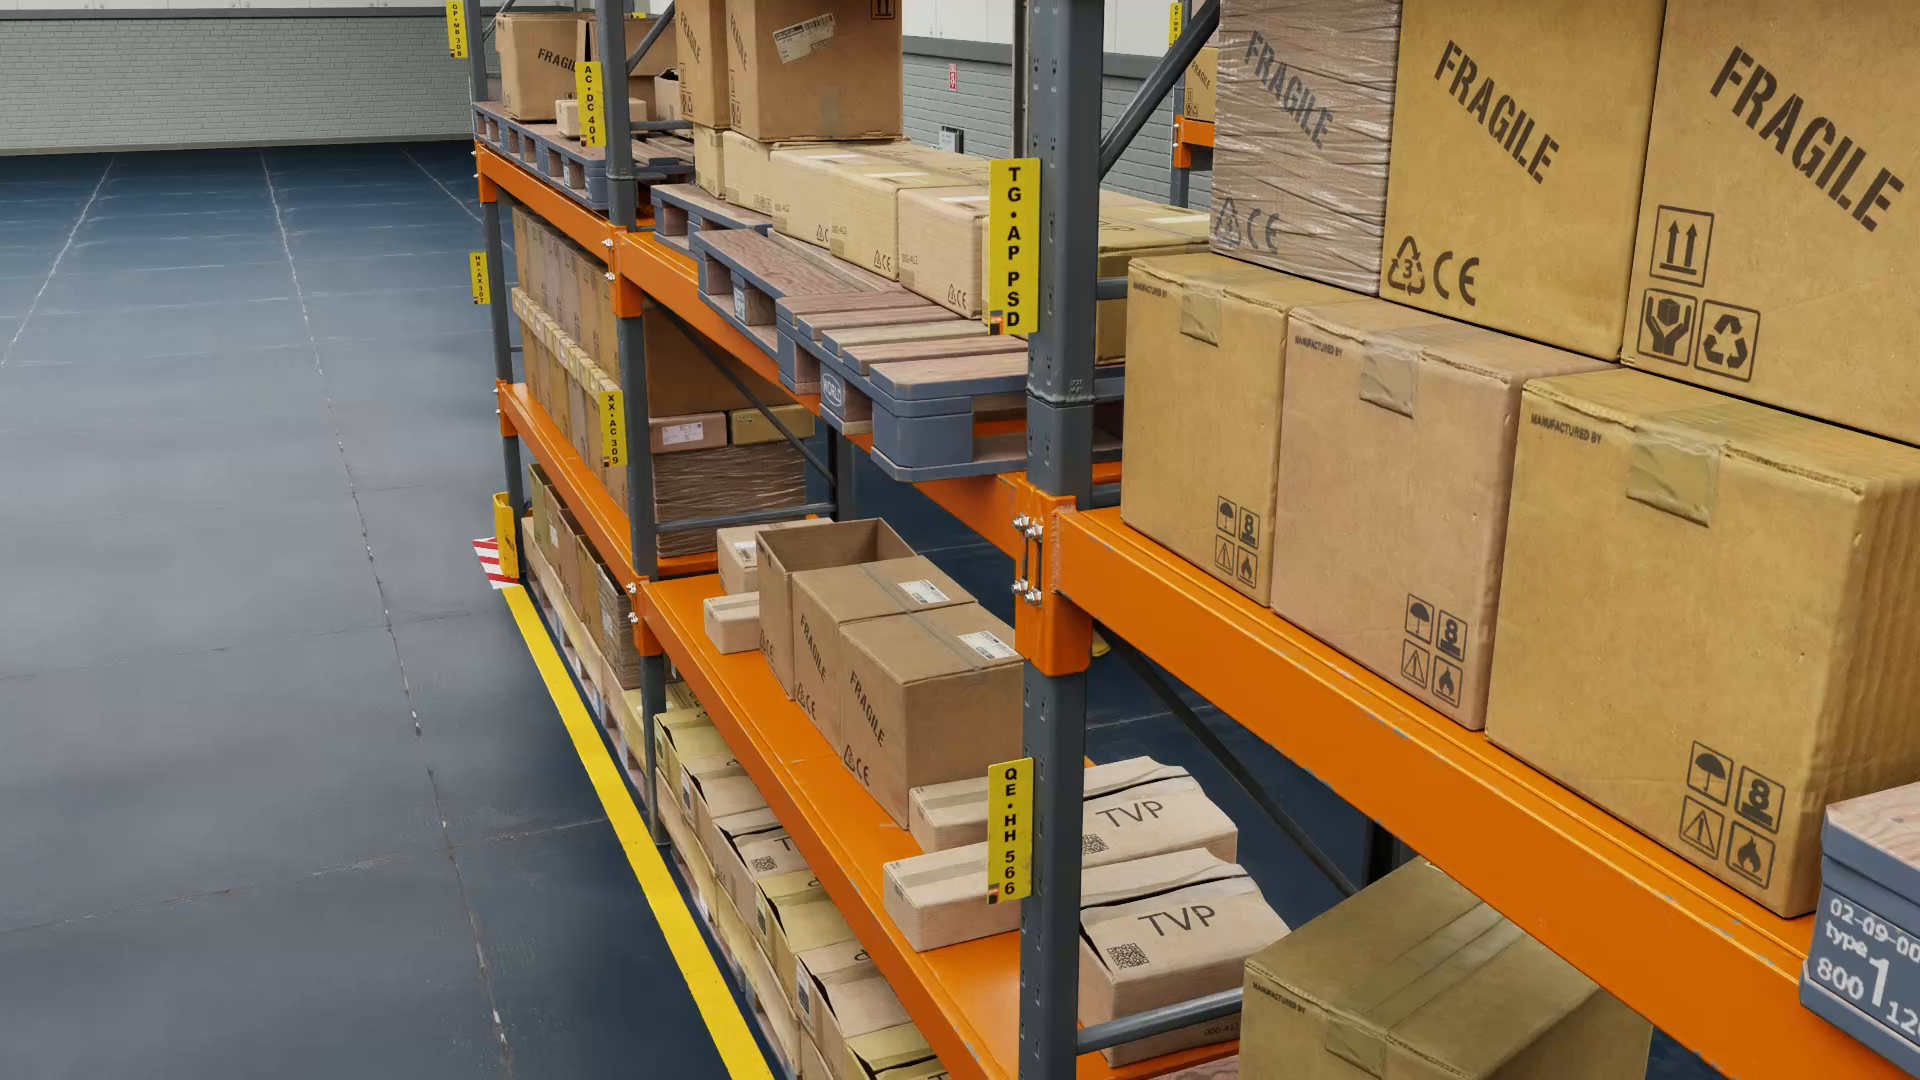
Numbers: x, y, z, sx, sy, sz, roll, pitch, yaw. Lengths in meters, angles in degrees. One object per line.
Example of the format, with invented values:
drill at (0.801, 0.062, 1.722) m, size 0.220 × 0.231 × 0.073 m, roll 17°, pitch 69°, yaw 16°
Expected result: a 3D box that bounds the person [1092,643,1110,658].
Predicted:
person at (0.619, -0.207, 9.652) m, size 0.463 × 1.755 × 0.625 m, roll -9°, pitch 21°, yaw -24°
